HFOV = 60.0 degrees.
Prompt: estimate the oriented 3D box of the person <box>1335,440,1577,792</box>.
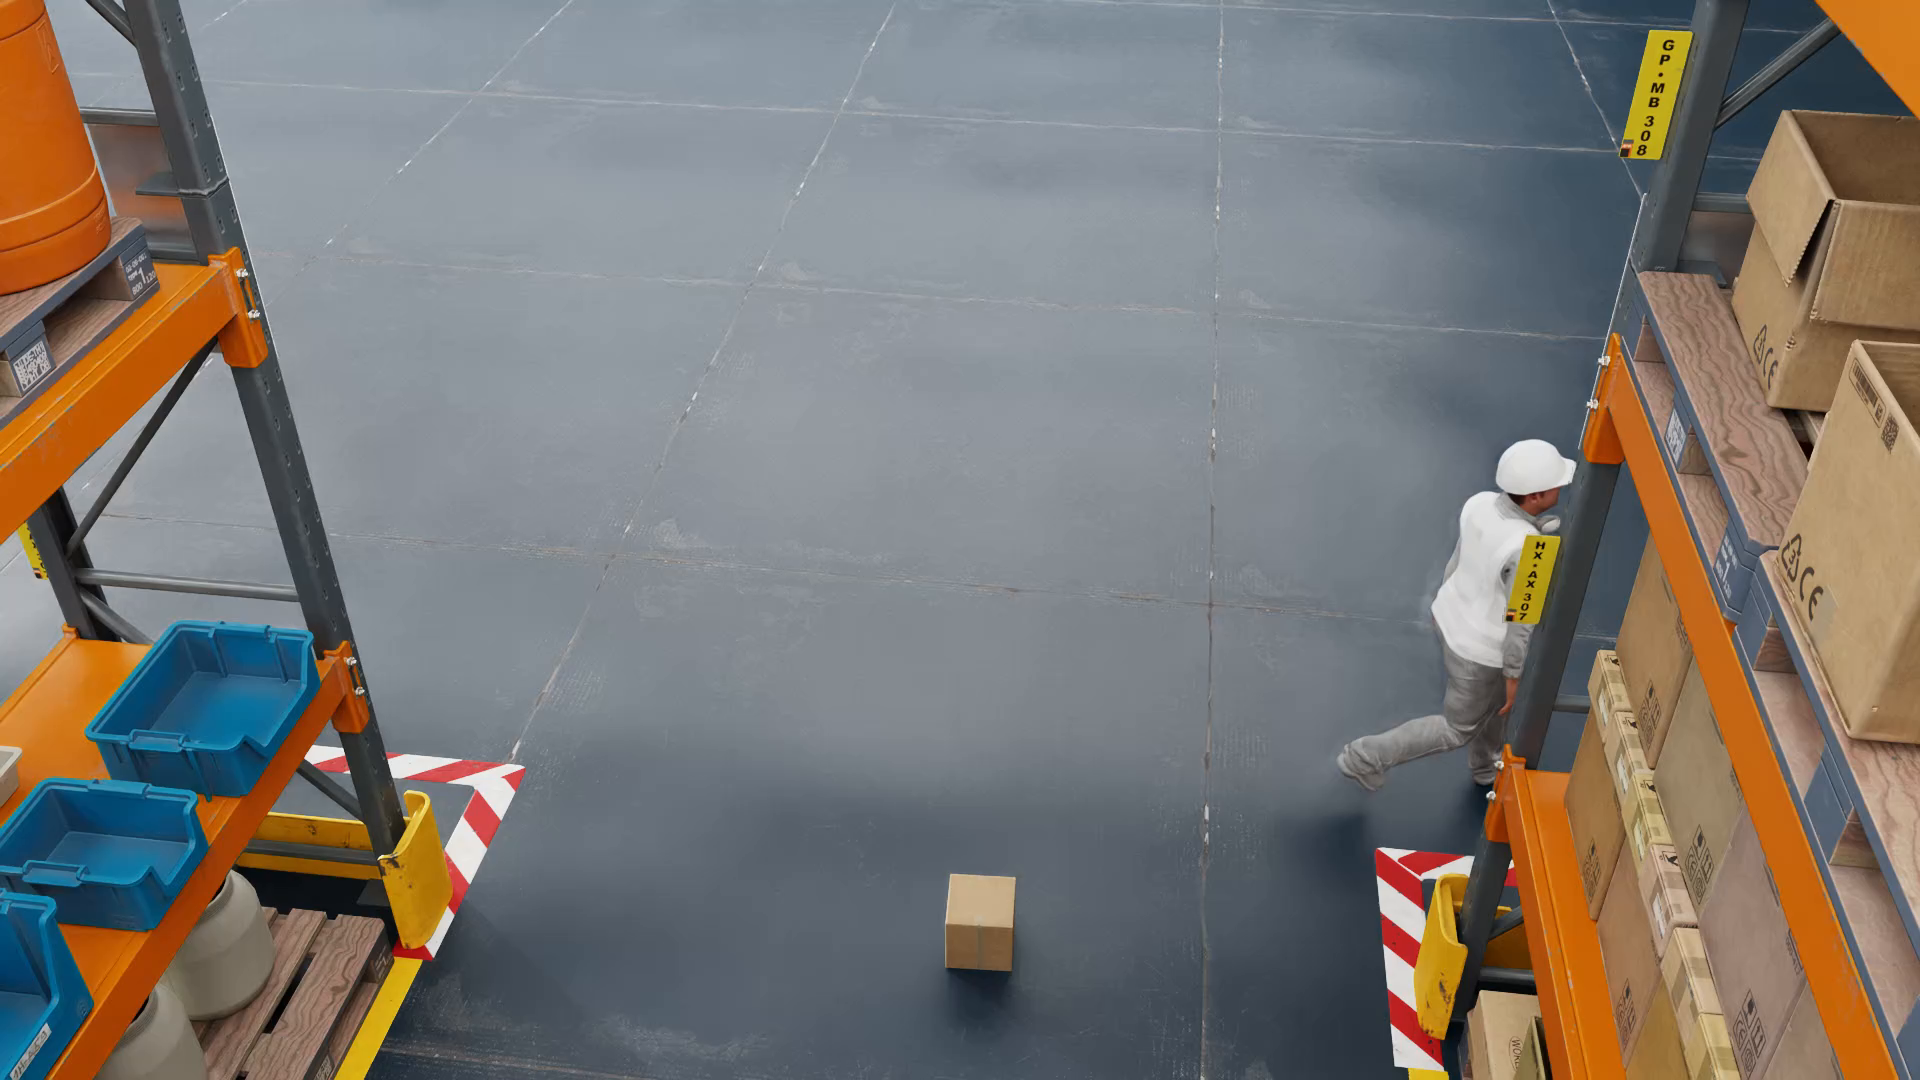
[{"bbox_3d":[2.013,0.369,6.520,0.951,1.730,0.618,-4,36,-6],"label":"person"}]
